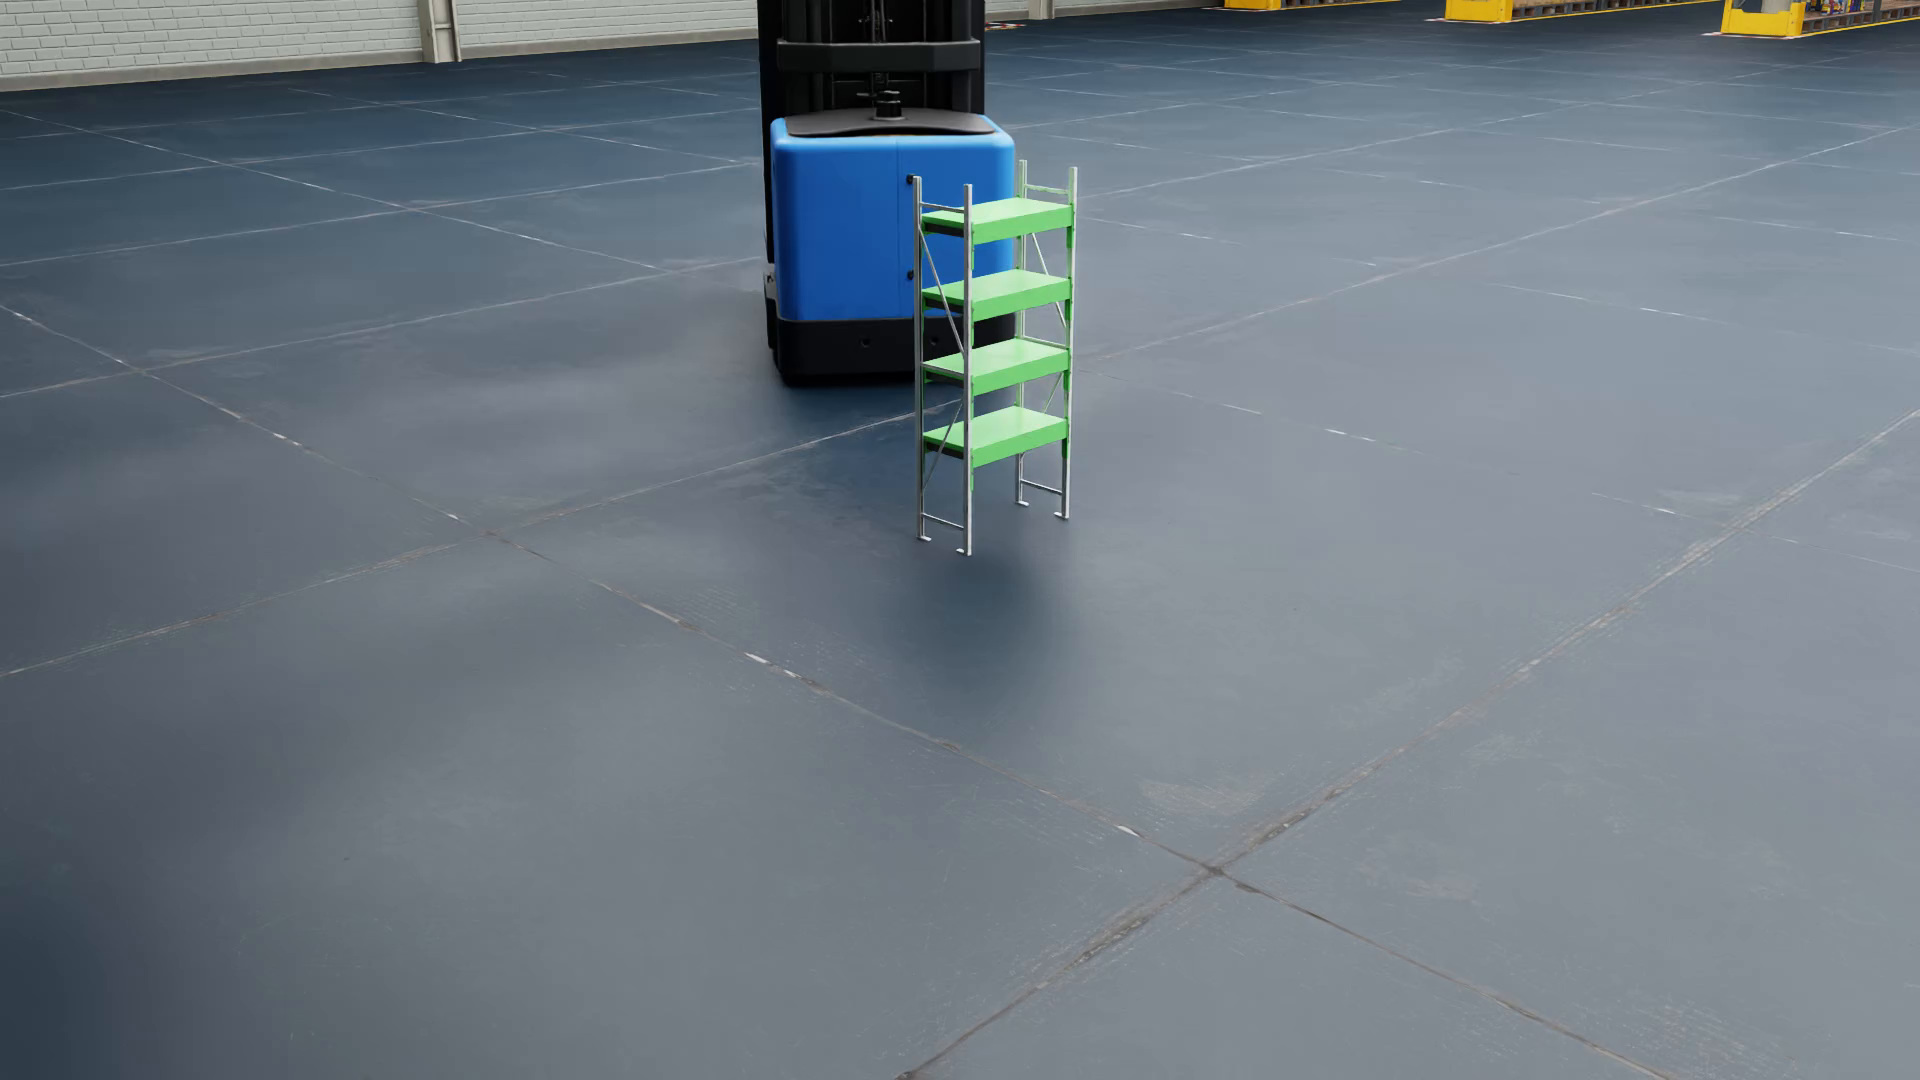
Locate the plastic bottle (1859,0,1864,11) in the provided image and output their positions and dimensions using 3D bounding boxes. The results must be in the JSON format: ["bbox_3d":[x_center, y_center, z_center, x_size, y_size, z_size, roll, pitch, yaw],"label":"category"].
[{"bbox_3d":[15.577,-9.294,28.747,0.133,0.283,0.061,-18,28,-39],"label":"plastic bottle"}]

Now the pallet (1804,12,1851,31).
[{"bbox_3d":[14.326,-8.784,28.133,1.003,0.211,1.213,19,28,41],"label":"pallet"}]

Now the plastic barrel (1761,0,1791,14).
[{"bbox_3d":[13.290,-8.758,27.061,0.421,0.512,0.421,0,21,0],"label":"plastic barrel"}]

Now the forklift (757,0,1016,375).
[{"bbox_3d":[-0.456,-2.576,8.191,1.130,2.935,3.031,-3,21,-7],"label":"forklift"}]

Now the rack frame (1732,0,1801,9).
[{"bbox_3d":[12.886,-9.535,26.200,1.000,3.000,0.127,19,28,41],"label":"rack frame"}]

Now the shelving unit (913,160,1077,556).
[{"bbox_3d":[0.115,-0.603,5.470,0.258,1.200,0.503,19,28,41],"label":"shelving unit"}]

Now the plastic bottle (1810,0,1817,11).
[{"bbox_3d":[14.801,-9.323,28.840,0.097,0.271,0.097,0,21,0],"label":"plastic bottle"}]

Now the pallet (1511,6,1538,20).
[{"bbox_3d":[9.843,-9.681,30.467,1.003,0.211,1.213,19,28,41],"label":"pallet"}]

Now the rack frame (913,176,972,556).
[{"bbox_3d":[-0.055,-0.540,5.307,0.240,1.200,0.015,19,28,41],"label":"rack frame"}]

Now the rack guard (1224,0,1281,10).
[{"bbox_3d":[5.840,-10.867,33.150,1.175,0.500,0.348,19,28,41],"label":"rack guard"}]

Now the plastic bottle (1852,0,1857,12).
[{"bbox_3d":[15.299,-9.245,28.525,0.144,0.351,0.185,18,27,38],"label":"plastic bottle"}]

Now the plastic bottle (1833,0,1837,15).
[{"bbox_3d":[14.613,-8.943,27.849,0.097,0.271,0.097,0,21,0],"label":"plastic bottle"}]

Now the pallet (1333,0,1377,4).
[{"bbox_3d":[8.135,-11.559,35.354,1.003,0.211,1.213,19,28,41],"label":"pallet"}]

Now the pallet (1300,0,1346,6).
[{"bbox_3d":[7.283,-11.244,34.534,1.003,0.211,1.213,19,28,41],"label":"pallet"}]

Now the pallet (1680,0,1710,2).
[{"bbox_3d":[15.468,-11.712,35.753,1.003,0.211,1.213,19,28,41],"label":"pallet"}]

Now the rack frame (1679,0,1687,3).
[{"bbox_3d":[14.920,-12.832,34.778,1.000,3.000,0.127,19,28,41],"label":"rack frame"}]

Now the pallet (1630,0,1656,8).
[{"bbox_3d":[13.467,-11.016,33.941,1.003,0.211,1.213,19,28,41],"label":"pallet"}]

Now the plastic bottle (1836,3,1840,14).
[{"bbox_3d":[14.752,-8.961,27.995,0.097,0.201,0.097,0,21,0],"label":"plastic bottle"}]

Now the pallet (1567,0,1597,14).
[{"bbox_3d":[11.545,-10.308,32.099,1.003,0.211,1.213,19,28,41],"label":"pallet"}]

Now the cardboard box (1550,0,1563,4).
[{"bbox_3d":[10.920,-10.155,31.062,0.500,0.250,0.500,19,28,41],"label":"cardboard box"}]

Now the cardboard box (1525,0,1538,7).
[{"bbox_3d":[10.219,-9.899,30.396,0.500,0.250,0.500,19,28,41],"label":"cardboard box"}]

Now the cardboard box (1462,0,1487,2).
[{"bbox_3d":[9.502,-9.900,30.397,0.500,0.250,0.500,19,28,41],"label":"cardboard box"}]

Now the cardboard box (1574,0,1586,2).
[{"bbox_3d":[11.607,-10.416,31.740,0.500,0.250,0.500,19,28,41],"label":"cardboard box"}]

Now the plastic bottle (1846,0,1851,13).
[{"bbox_3d":[15.074,-9.162,28.309,0.144,0.351,0.185,19,28,40],"label":"plastic bottle"}]

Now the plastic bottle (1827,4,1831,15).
[{"bbox_3d":[14.446,-8.848,27.702,0.097,0.201,0.097,0,21,0],"label":"plastic bottle"}]

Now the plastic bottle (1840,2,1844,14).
[{"bbox_3d":[14.895,-9.014,28.132,0.097,0.201,0.097,0,21,0],"label":"plastic bottle"}]

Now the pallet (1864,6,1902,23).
[{"bbox_3d":[16.196,-9.473,29.926,1.003,0.211,1.213,19,28,41],"label":"pallet"}]

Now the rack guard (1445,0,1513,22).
[{"bbox_3d":[9.322,-9.602,29.860,1.175,0.500,0.348,19,28,41],"label":"rack guard"}]

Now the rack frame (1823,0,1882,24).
[{"bbox_3d":[15.676,-10.563,28.875,1.000,3.000,0.127,19,28,41],"label":"rack frame"}]

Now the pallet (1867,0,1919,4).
[{"bbox_3d":[17.898,-10.100,31.558,1.003,0.211,1.213,19,28,41],"label":"pallet"}]

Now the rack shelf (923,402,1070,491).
[{"bbox_3d":[0.115,-0.319,5.579,0.258,0.148,0.480,19,28,41],"label":"rack shelf"}]

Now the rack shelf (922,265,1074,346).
[{"bbox_3d":[0.115,-0.767,5.407,0.258,0.148,0.480,19,28,41],"label":"rack shelf"}]

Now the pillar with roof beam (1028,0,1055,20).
[{"bbox_3d":[4.555,-12.591,25.790,9.100,9.000,0.400,19,28,41],"label":"pillar with roof beam"}]
